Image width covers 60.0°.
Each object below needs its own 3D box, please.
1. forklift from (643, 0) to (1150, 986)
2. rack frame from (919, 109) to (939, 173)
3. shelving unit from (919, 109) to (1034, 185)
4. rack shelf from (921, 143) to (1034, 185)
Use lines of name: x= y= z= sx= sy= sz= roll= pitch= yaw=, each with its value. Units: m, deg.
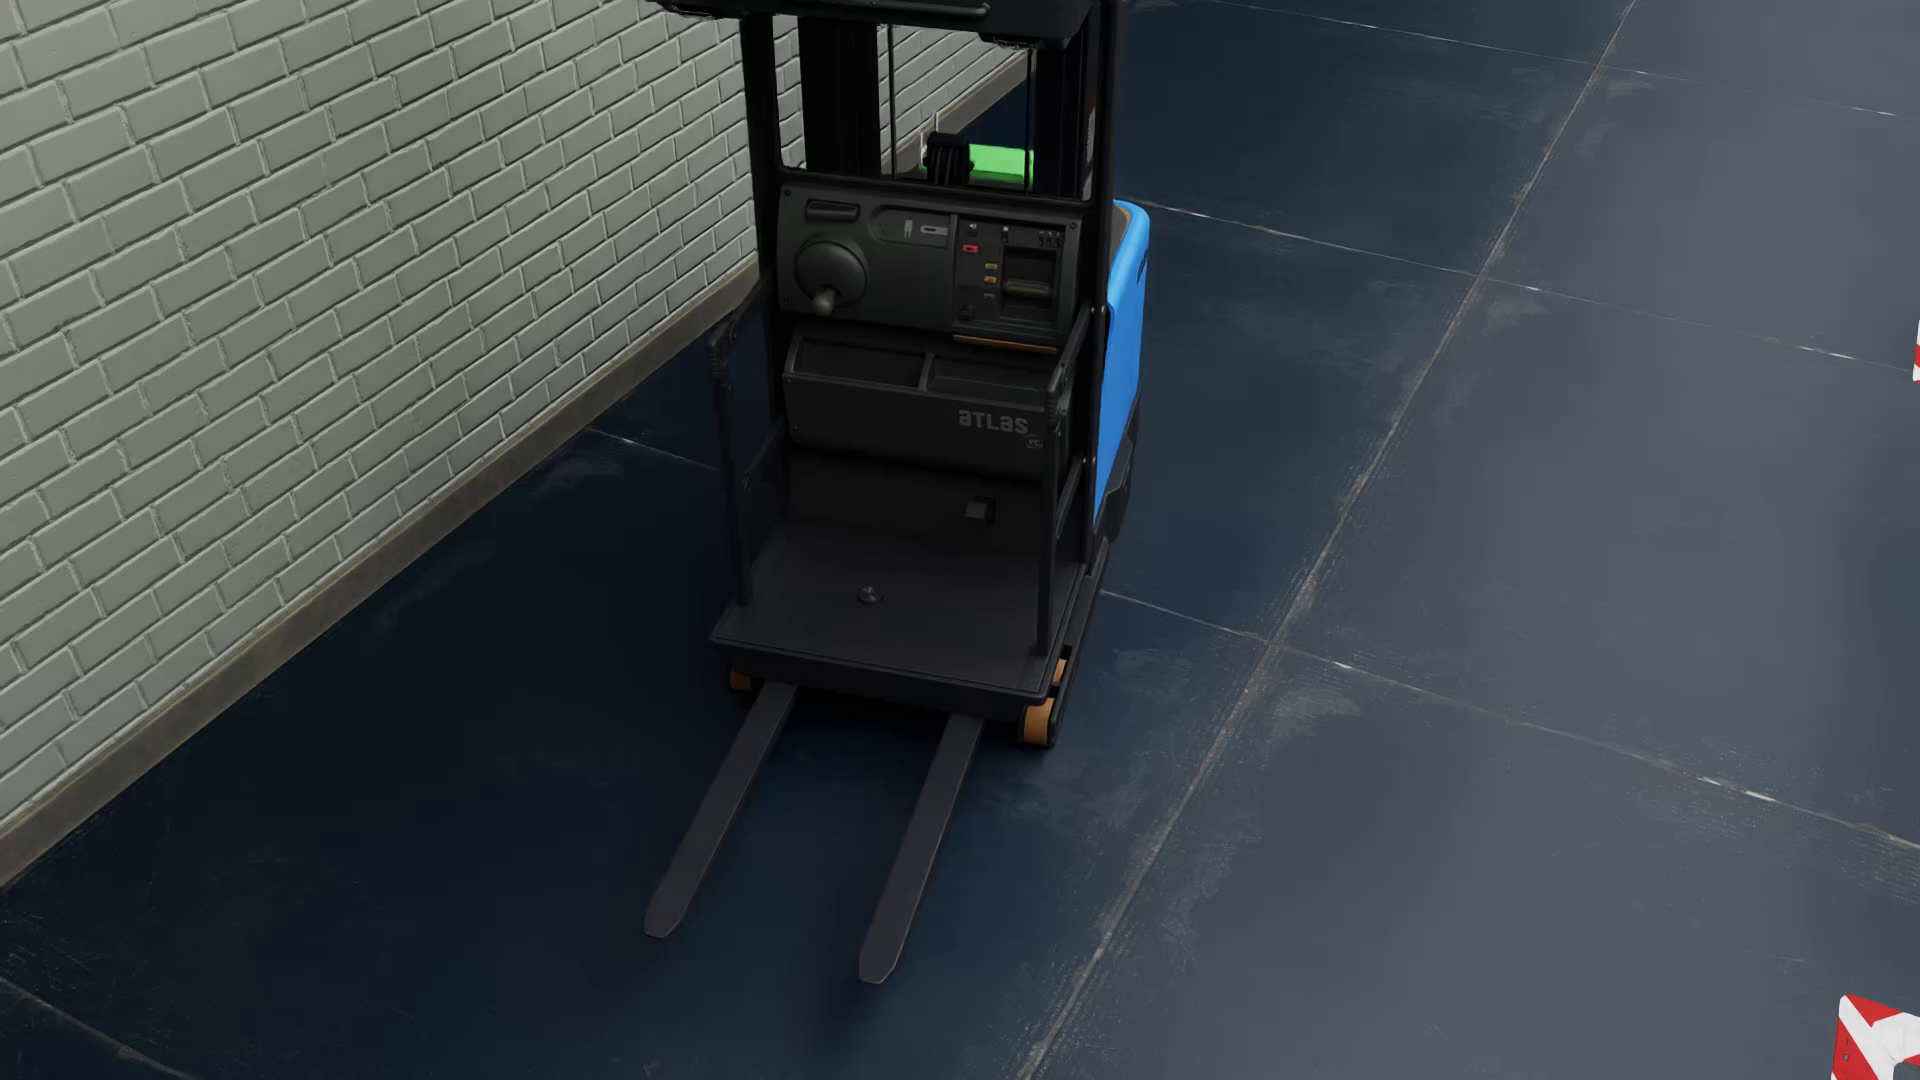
forklift: x=-0.153 y=-0.763 z=4.831 sx=1.130 sy=2.935 sz=3.031 roll=9 pitch=38 yaw=11
rack frame: x=-0.124 y=-1.121 z=6.728 sx=0.015 sy=1.200 sz=0.240 roll=9 pitch=37 yaw=12
shelving unit: x=0.112 y=-1.083 z=6.678 sx=0.503 sy=1.200 sz=0.258 roll=9 pitch=37 yaw=12
rack shelf: x=0.115 y=-1.420 z=6.435 sx=0.480 sy=0.148 sz=0.258 roll=9 pitch=37 yaw=12
